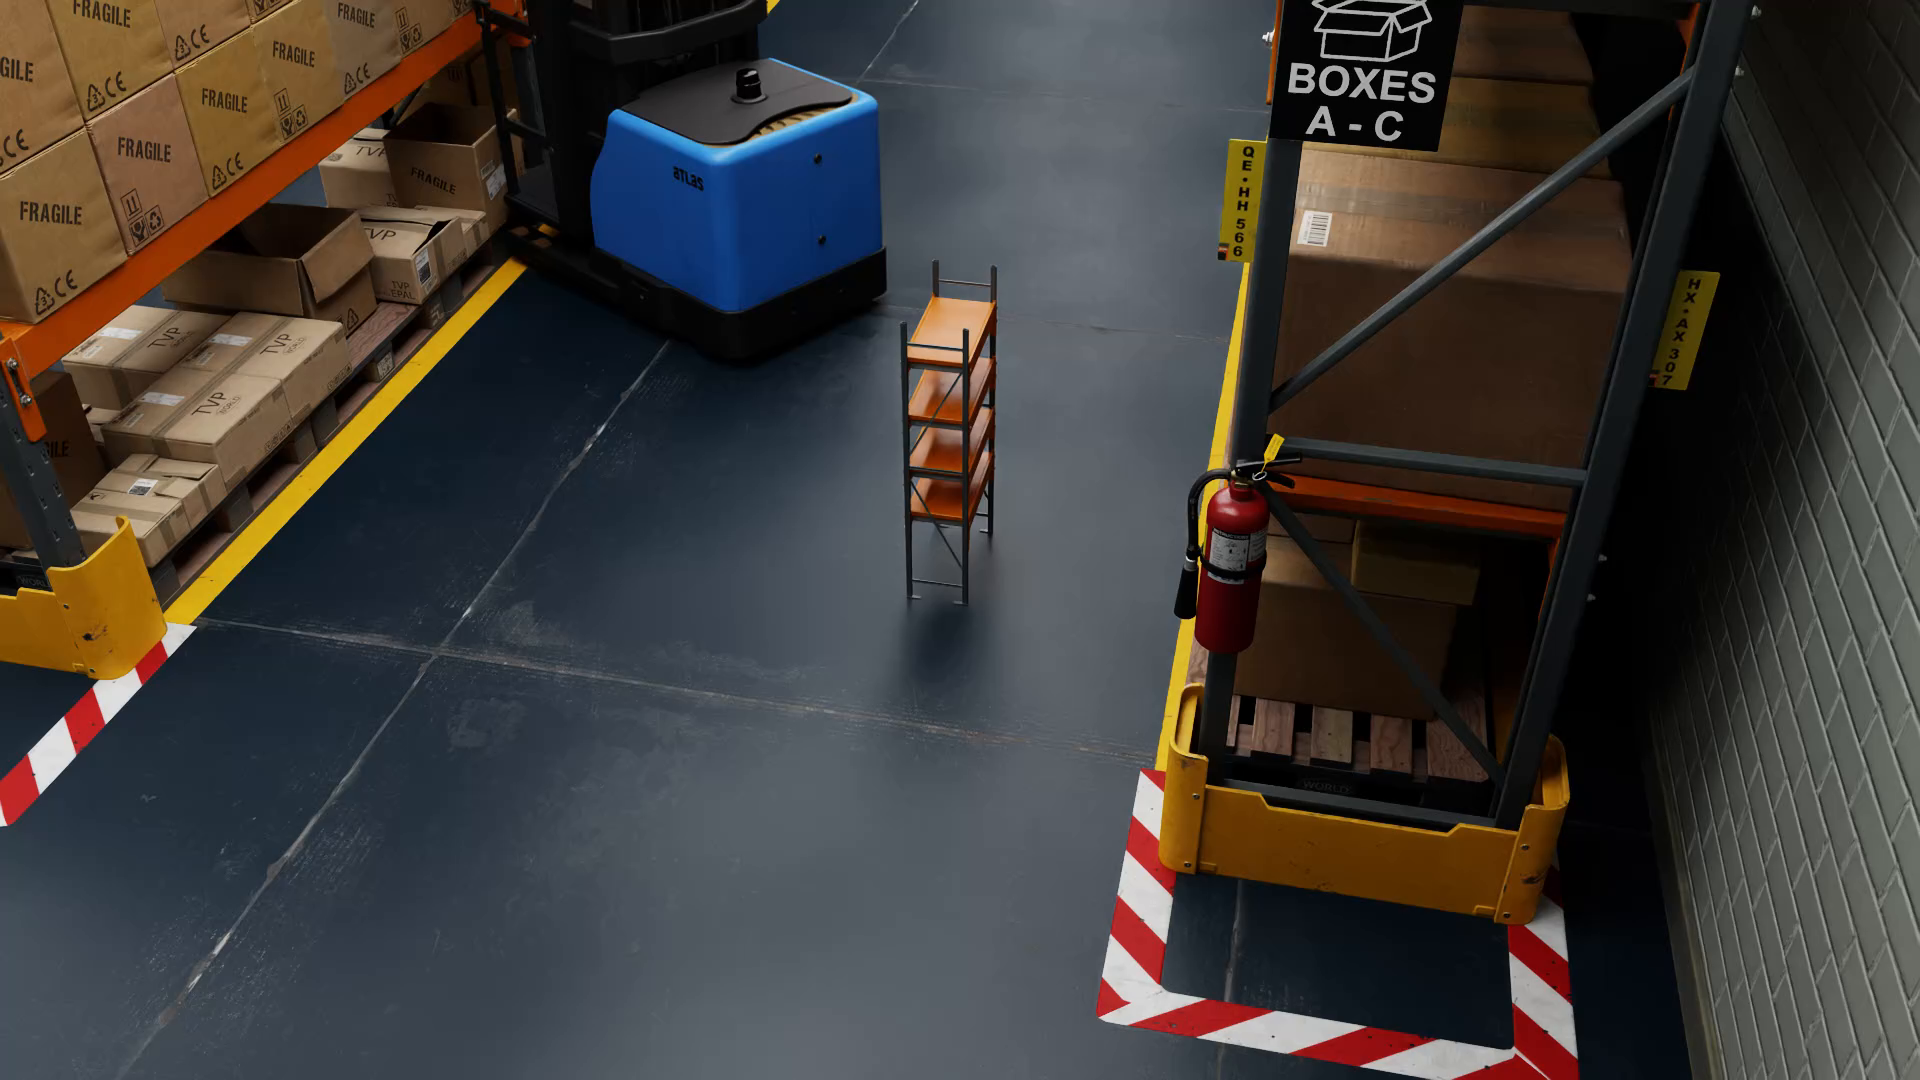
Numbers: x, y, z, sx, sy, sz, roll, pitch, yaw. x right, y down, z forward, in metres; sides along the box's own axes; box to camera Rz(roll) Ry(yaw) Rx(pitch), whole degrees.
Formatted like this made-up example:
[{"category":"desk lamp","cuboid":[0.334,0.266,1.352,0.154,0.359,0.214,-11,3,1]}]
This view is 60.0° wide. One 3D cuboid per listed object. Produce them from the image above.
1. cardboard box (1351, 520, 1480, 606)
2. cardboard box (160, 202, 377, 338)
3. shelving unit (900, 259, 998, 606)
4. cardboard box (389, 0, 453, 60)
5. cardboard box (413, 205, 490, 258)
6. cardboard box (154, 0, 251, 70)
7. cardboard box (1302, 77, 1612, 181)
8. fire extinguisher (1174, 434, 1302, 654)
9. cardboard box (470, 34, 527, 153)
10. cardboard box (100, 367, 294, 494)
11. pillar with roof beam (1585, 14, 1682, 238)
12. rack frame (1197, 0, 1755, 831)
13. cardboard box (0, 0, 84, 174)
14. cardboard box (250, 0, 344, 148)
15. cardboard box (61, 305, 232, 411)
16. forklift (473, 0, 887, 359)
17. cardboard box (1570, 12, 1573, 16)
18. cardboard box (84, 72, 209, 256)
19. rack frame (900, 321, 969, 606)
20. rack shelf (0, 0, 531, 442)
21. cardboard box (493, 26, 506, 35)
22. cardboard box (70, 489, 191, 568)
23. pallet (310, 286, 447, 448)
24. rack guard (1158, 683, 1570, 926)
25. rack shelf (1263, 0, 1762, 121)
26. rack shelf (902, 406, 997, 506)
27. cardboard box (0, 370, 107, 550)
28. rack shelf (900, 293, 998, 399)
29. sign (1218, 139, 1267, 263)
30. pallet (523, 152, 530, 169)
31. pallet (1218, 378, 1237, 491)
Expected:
[{"category":"cardboard box","cuboid":[1.459,0.056,5.336,0.380,0.149,0.250,8,37,10]},{"category":"cardboard box","cuboid":[-3.144,-1.208,7.613,0.797,0.503,0.637,7,37,10]},{"category":"shelving unit","cuboid":[-0.035,-0.391,6.267,0.258,1.200,0.503,7,37,10]},{"category":"cardboard box","cuboid":[-2.712,-2.544,7.619,0.500,0.500,0.500,8,37,11]},{"category":"cardboard box","cuboid":[-2.613,-1.557,8.397,0.380,0.149,0.250,7,37,10]},{"category":"cardboard box","cuboid":[-3.033,-2.079,6.125,0.500,0.500,0.500,8,37,11]},{"category":"cardboard box","cuboid":[1.482,-1.040,5.373,0.980,0.700,0.700,7,37,10]},{"category":"fire extinguisher","cuboid":[0.755,0.005,4.571,0.296,0.674,0.183,7,37,10]},{"category":"cardboard box","cuboid":[-2.406,-2.531,9.441,0.500,0.500,0.500,6,36,8]},{"category":"cardboard box","cuboid":[-3.102,-0.453,6.787,0.500,0.250,0.500,7,37,10]},{"category":"pillar with roof beam","cuboid":[-1.417,-4.959,5.923,9.100,9.000,0.400,7,37,10]},{"category":"rack frame","cuboid":[1.238,-0.206,4.479,1.000,3.000,0.127,7,37,10]},{"category":"cardboard box","cuboid":[-3.249,-1.492,5.315,0.500,0.500,0.500,8,37,11]},{"category":"cardboard box","cuboid":[-2.926,-1.957,6.809,0.500,0.500,0.500,8,37,11]},{"category":"cardboard box","cuboid":[-3.494,-0.773,7.229,0.500,0.250,0.500,7,37,10]},{"category":"forklift","cuboid":[-1.775,-2.792,8.105,3.031,2.935,1.130,30,45,34]},{"category":"cardboard box","cuboid":[1.800,-1.894,6.552,0.980,0.700,0.700,6,36,9]},{"category":"cardboard box","cuboid":[-3.144,-1.383,6.018,0.500,0.500,0.500,7,37,10]},{"category":"rack frame","cuboid":[-0.087,-0.251,6.074,0.240,1.200,0.015,7,37,10]},{"category":"rack shelf","cuboid":[-3.175,-1.680,7.126,1.077,0.370,4.000,7,37,10]},{"category":"cardboard box","cuboid":[-2.808,-2.886,9.930,0.500,0.500,0.500,7,37,10]},{"category":"cardboard box","cuboid":[-3.177,-0.046,6.312,0.380,0.149,0.250,7,37,10]},{"category":"pallet","cuboid":[-3.153,-0.894,7.804,1.003,0.211,1.213,7,37,10]},{"category":"rack guard","cuboid":[1.233,0.820,5.193,1.175,0.500,0.348,7,37,10]},{"category":"rack shelf","cuboid":[1.666,-2.276,5.392,1.077,0.370,4.000,7,37,10]},{"category":"rack shelf","cuboid":[-0.035,-0.336,6.306,0.258,0.148,0.480,7,37,10]},{"category":"cardboard box","cuboid":[-3.726,-0.334,6.410,0.500,0.500,0.500,7,37,10]},{"category":"rack shelf","cuboid":[-0.035,-0.709,6.036,0.258,0.148,0.480,7,37,10]},{"category":"sign","cuboid":[0.711,-0.847,4.174,0.100,0.325,0.005,7,37,10]},{"category":"pallet","cuboid":[-2.611,-2.460,9.965,1.003,0.211,1.213,7,37,10]},{"category":"pallet","cuboid":[1.595,-0.243,6.905,1.003,0.211,1.213,7,37,10]}]
